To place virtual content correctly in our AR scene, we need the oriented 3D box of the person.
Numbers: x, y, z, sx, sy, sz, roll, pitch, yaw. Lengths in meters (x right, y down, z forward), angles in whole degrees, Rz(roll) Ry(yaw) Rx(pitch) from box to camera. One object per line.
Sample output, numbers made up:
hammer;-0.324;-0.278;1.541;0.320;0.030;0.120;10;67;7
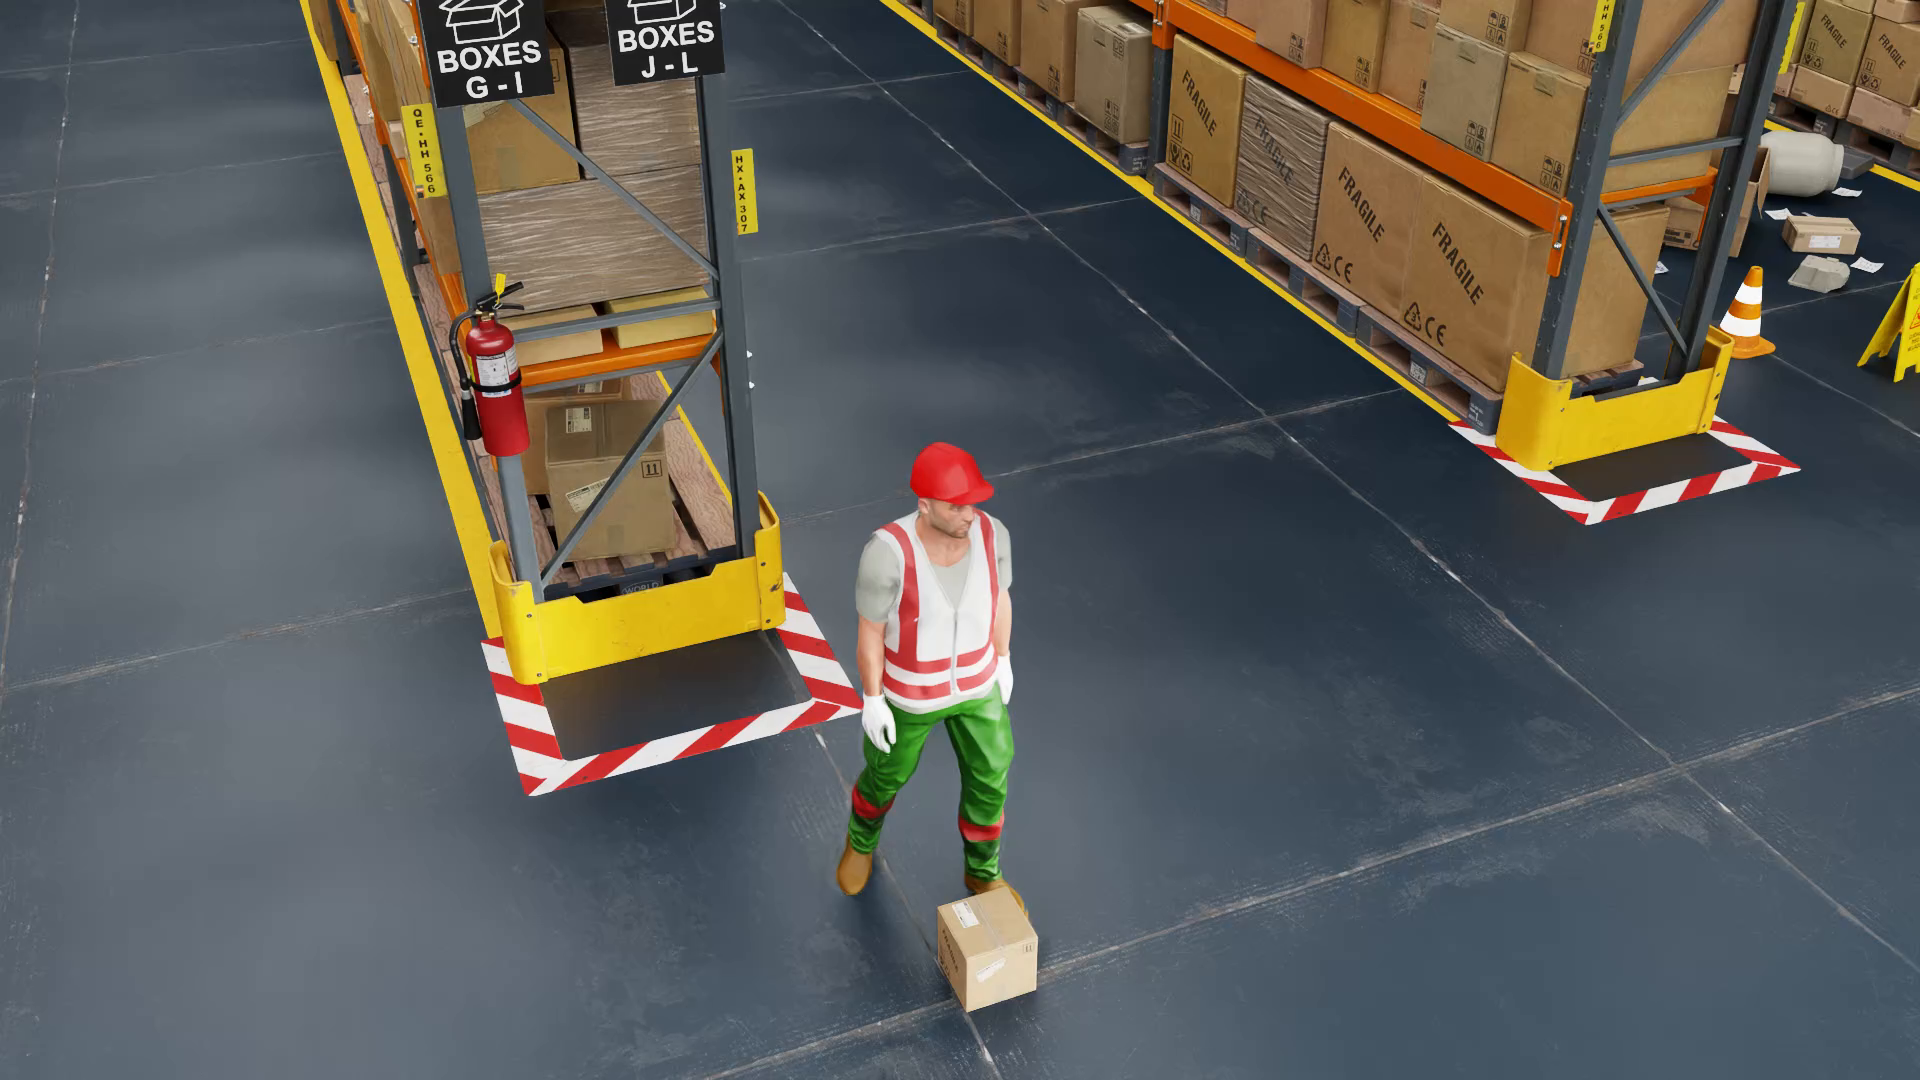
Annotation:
person;-0.104;0.477;5.413;0.613;1.802;0.623;-13;35;-19
